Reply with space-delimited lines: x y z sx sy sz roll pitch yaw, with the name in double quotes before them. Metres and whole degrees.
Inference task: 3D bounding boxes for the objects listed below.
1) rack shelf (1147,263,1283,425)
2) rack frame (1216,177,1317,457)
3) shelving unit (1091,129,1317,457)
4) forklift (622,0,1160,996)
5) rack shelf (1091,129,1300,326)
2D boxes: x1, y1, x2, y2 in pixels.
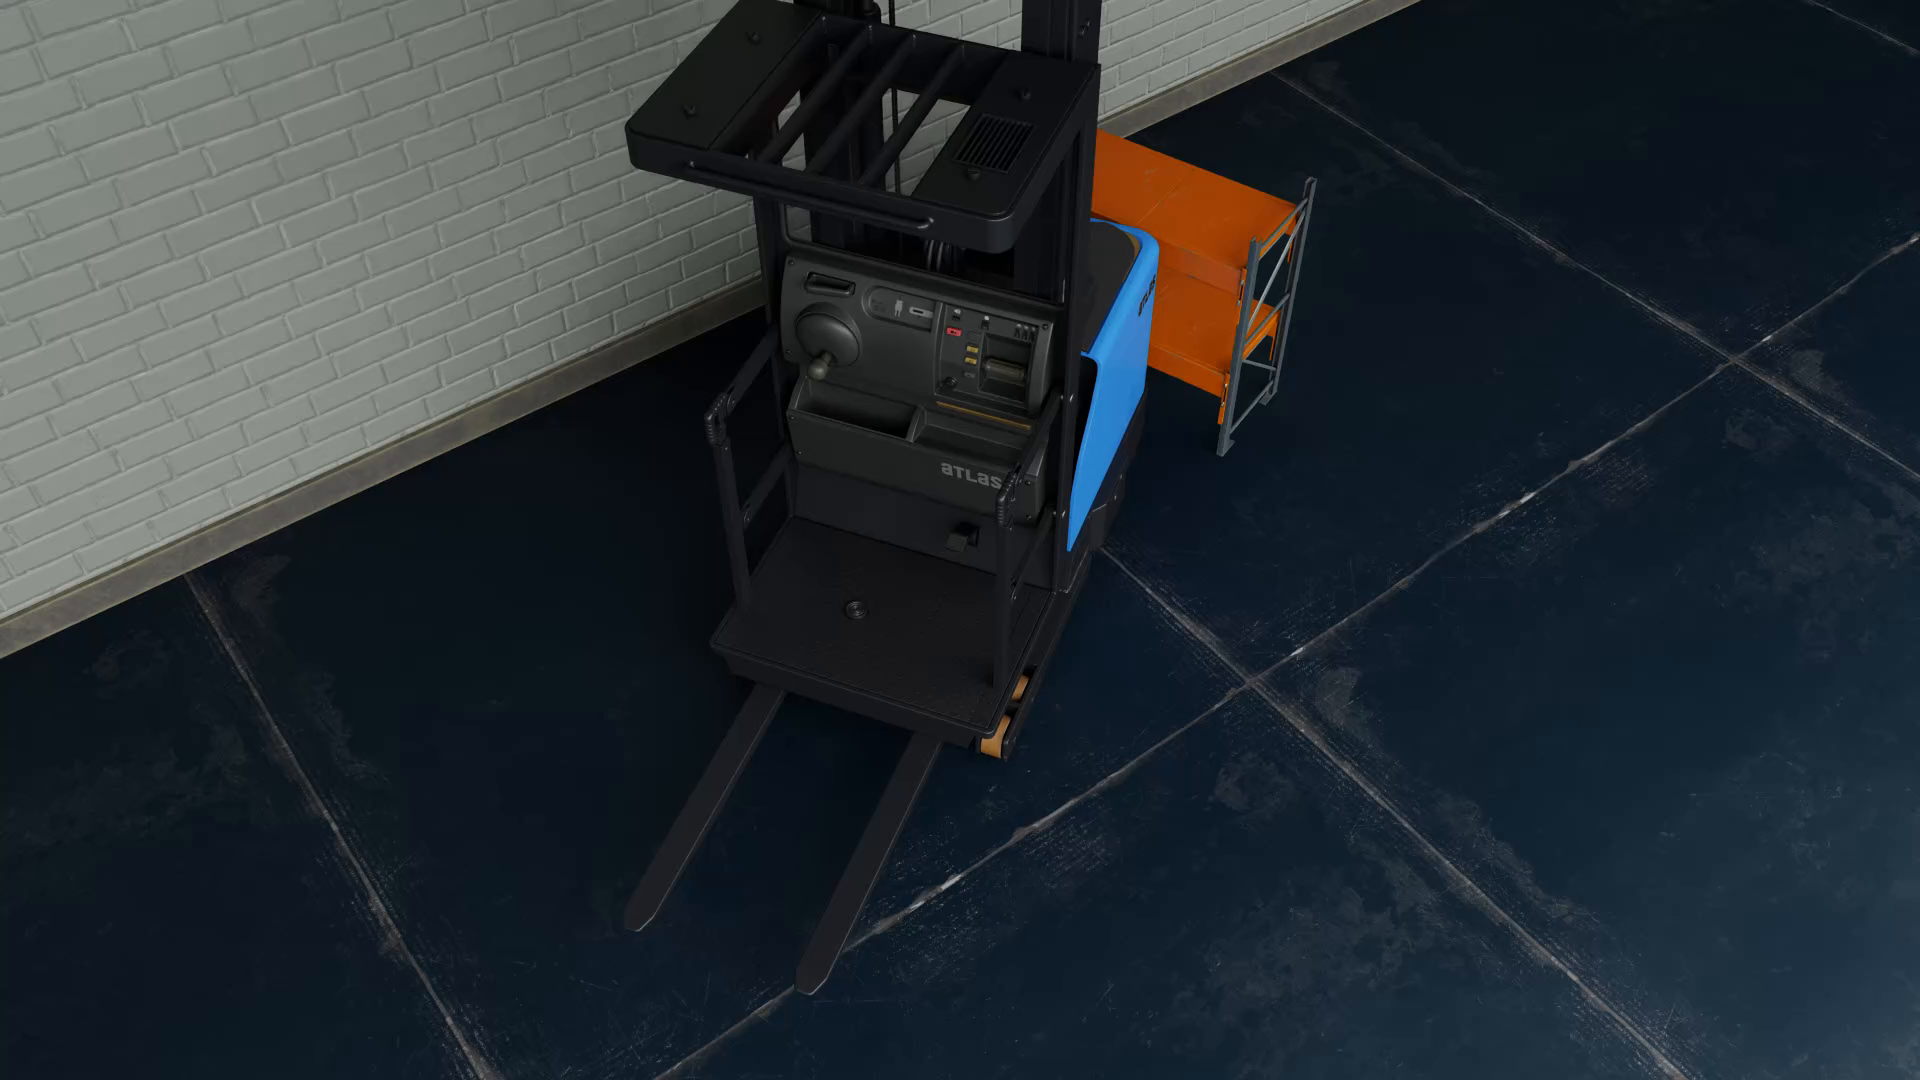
"rack shelf" 0.826 -0.940 7.171 1.000 0.278 0.538 27 53 22
"rack frame" 1.244 -0.890 6.796 0.032 1.125 0.500 27 53 22
"shelving unit" 0.826 -1.104 6.990 1.048 1.125 0.538 27 53 22
"forklift" -0.225 -0.554 5.273 1.130 2.935 3.031 16 50 14
"rack shelf" 0.826 -1.300 6.773 1.000 0.278 0.538 27 53 22
